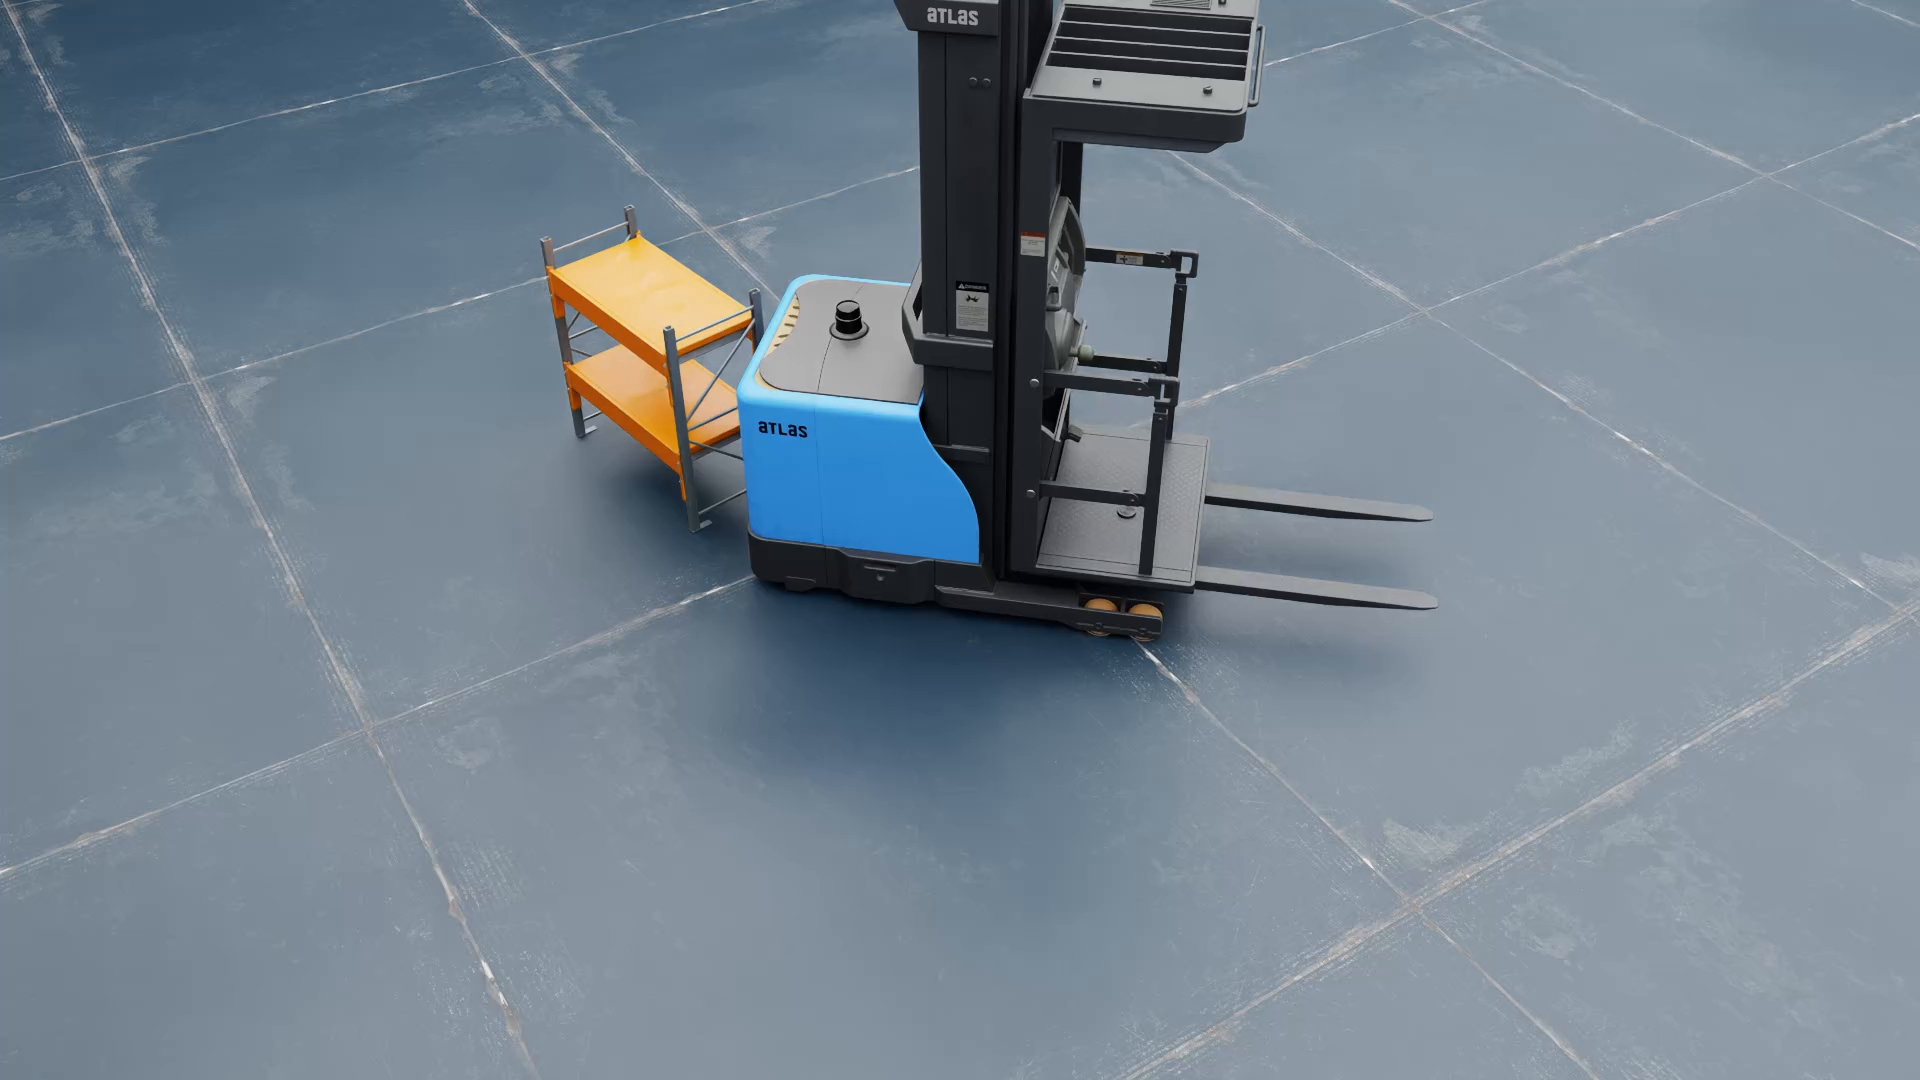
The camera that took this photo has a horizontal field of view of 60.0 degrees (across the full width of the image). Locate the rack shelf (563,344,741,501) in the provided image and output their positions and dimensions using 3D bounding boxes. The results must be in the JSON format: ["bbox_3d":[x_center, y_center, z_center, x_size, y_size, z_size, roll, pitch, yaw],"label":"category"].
[{"bbox_3d":[-1.419,-0.633,8.074,0.538,0.278,1.000,-30,48,-31],"label":"rack shelf"}]

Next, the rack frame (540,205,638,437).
[{"bbox_3d":[-1.756,-1.065,8.210,0.500,1.125,0.032,-30,48,-31],"label":"rack frame"}]

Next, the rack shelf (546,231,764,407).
[{"bbox_3d":[-1.419,-1.046,7.730,0.538,0.278,1.000,-30,48,-31],"label":"rack shelf"}]

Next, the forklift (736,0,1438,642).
[{"bbox_3d":[0.619,-1.052,6.784,3.031,2.935,1.130,7,40,8],"label":"forklift"}]

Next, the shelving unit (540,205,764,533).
[{"bbox_3d":[-1.419,-0.821,7.917,0.538,1.125,1.048,-30,48,-31],"label":"shelving unit"}]

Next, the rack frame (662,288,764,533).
[{"bbox_3d":[-1.082,-0.577,7.625,0.500,1.125,0.032,-30,48,-31],"label":"rack frame"}]
